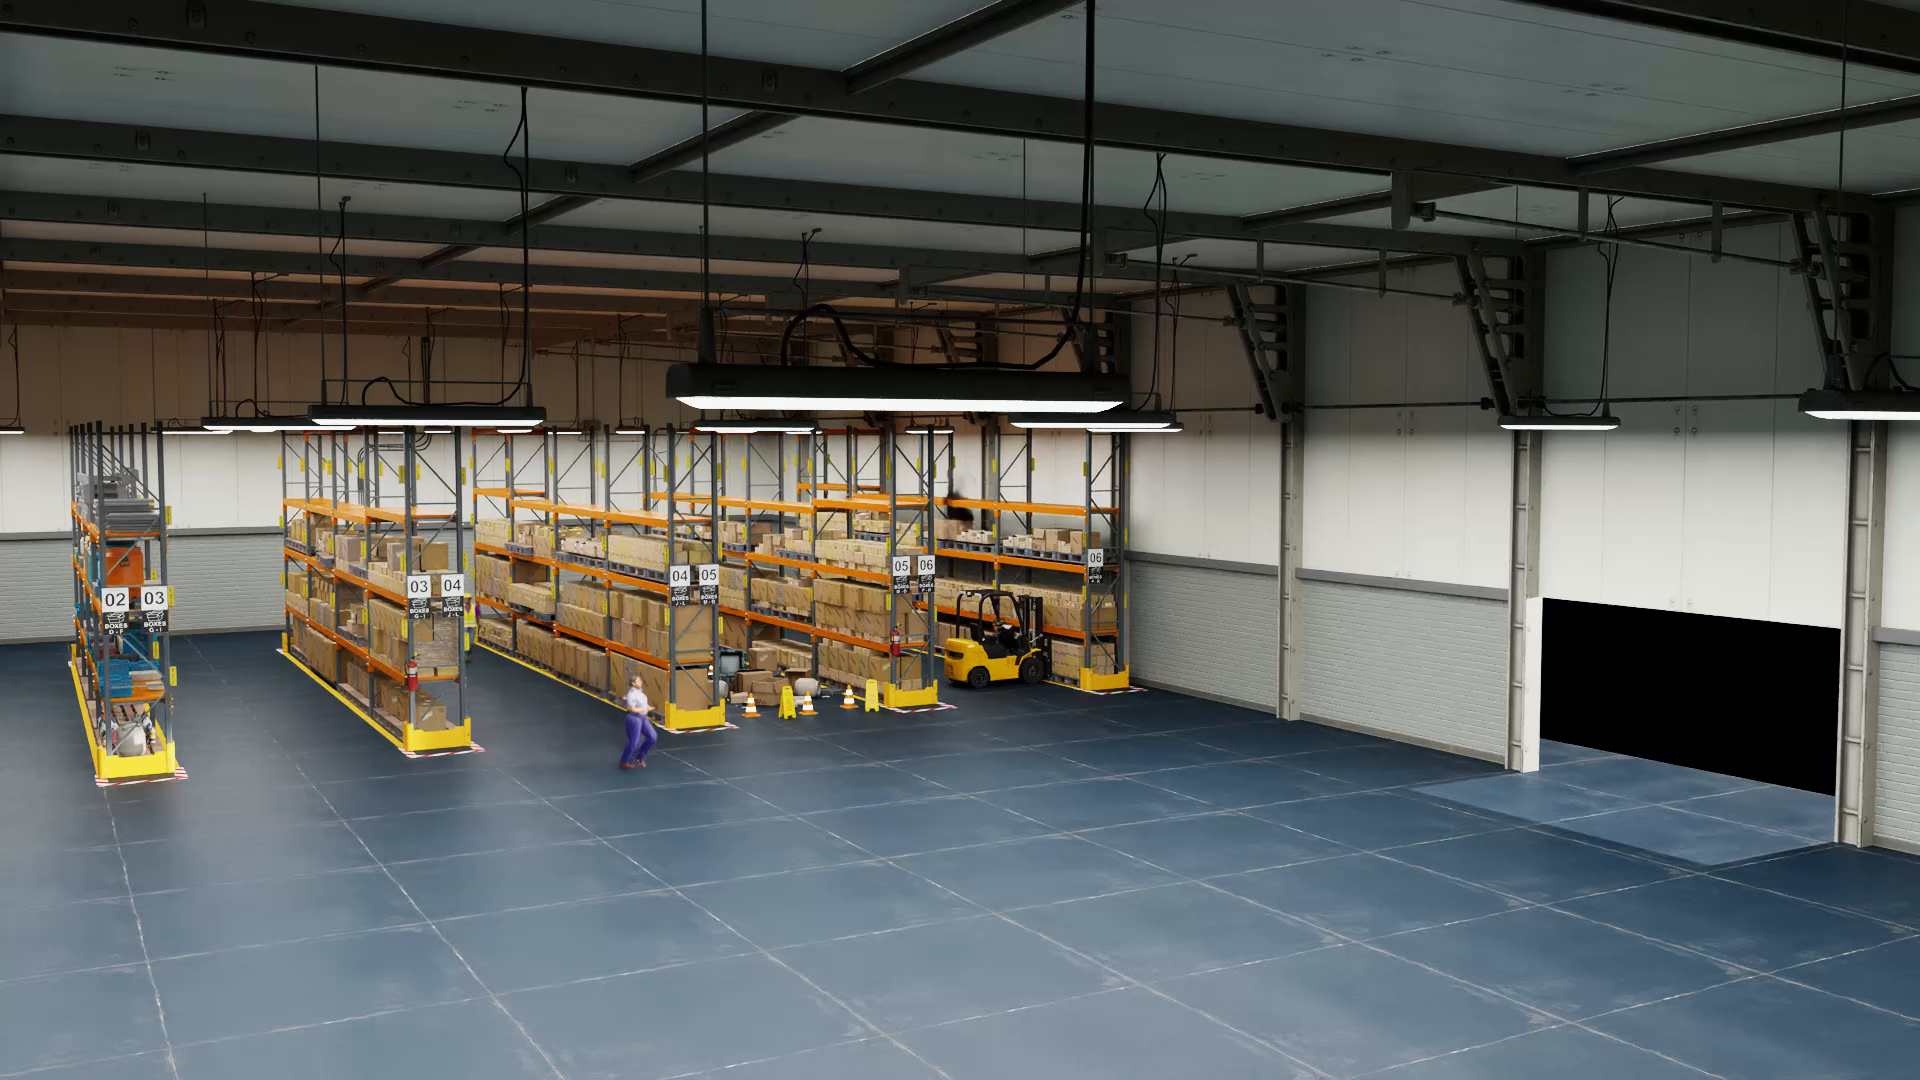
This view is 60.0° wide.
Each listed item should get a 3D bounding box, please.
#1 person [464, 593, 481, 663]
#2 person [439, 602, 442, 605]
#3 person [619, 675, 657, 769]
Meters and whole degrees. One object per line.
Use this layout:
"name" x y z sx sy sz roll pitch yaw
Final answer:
"person" -12.488 2.244 42.212 0.682 1.771 0.663 -2 4 -29
"person" -13.586 2.195 44.023 0.584 1.651 0.720 -2 4 -29
"person" -5.534 3.140 28.594 0.672 1.651 0.580 1 4 15
